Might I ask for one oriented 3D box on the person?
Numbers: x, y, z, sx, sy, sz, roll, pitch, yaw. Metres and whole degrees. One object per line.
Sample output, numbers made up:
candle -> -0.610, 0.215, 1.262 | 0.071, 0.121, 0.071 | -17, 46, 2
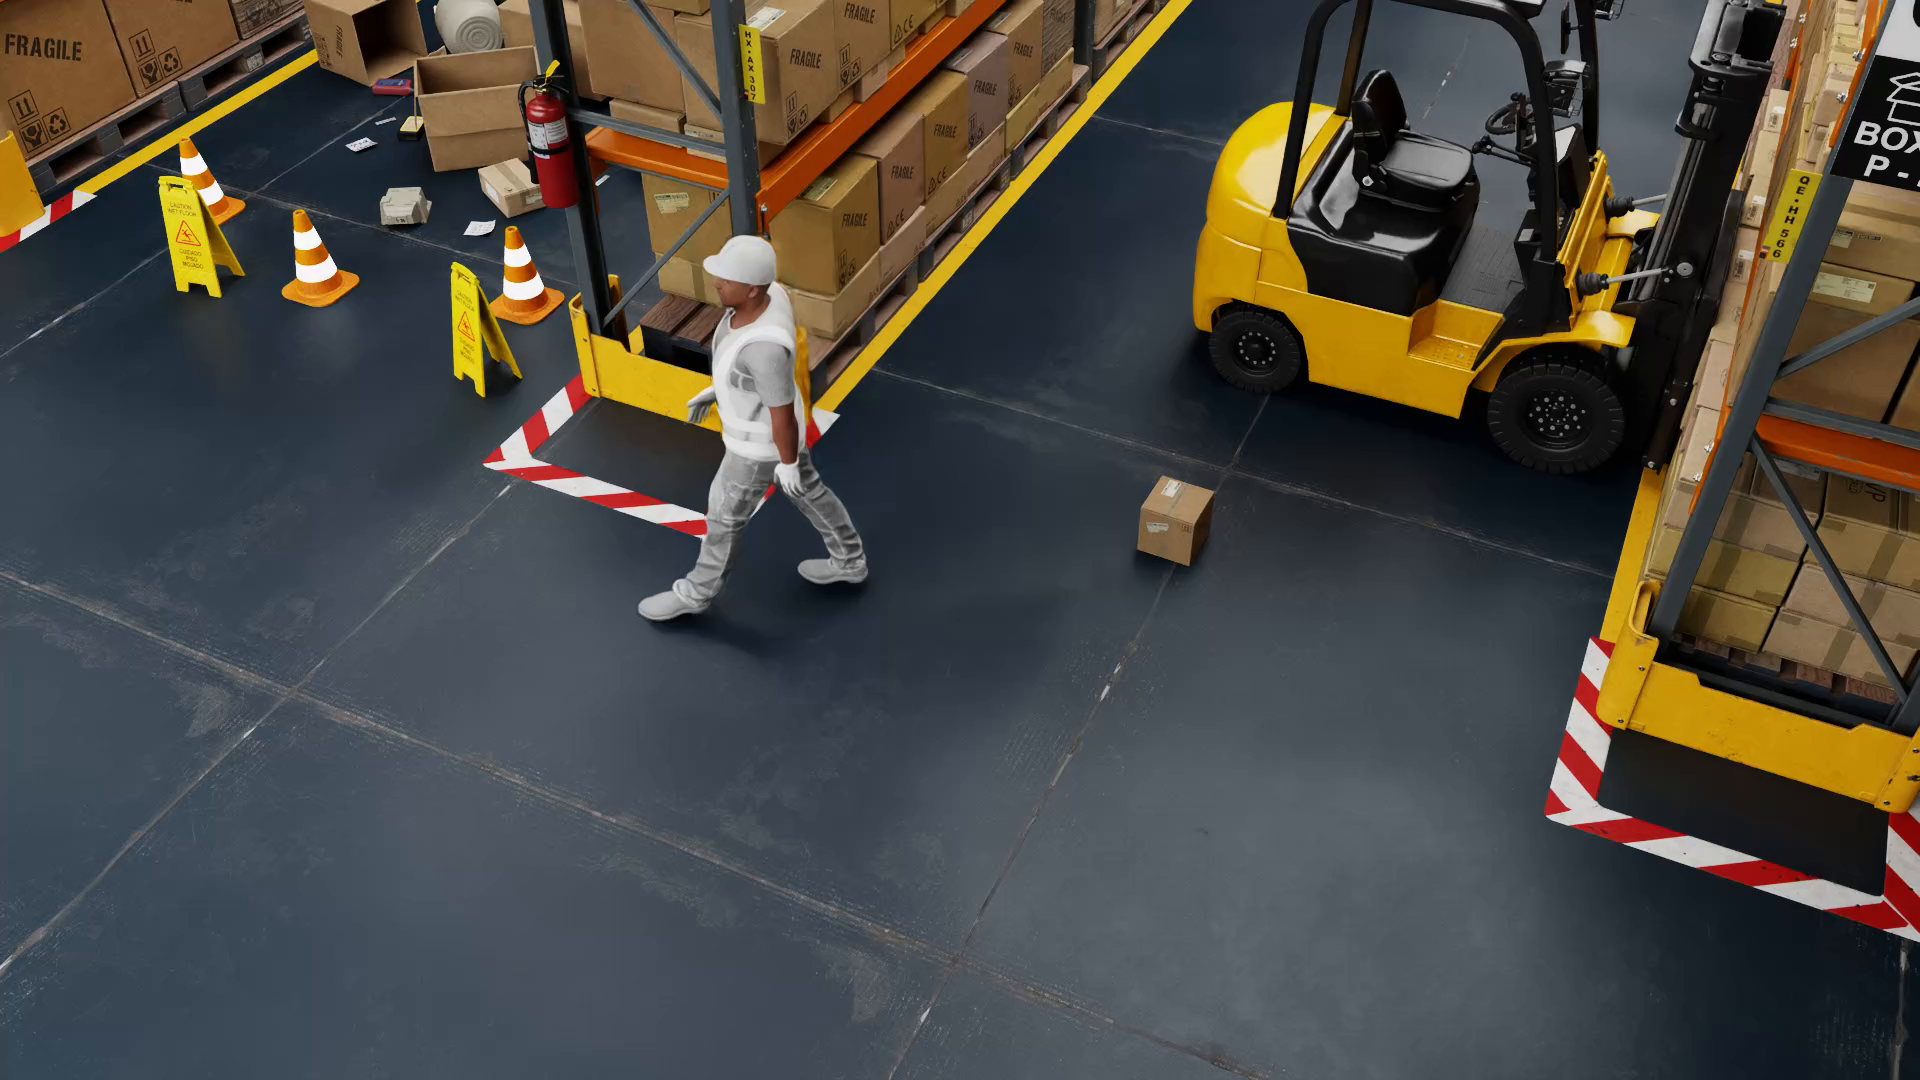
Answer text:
person -> -0.886, -0.445, 6.616 | 0.983, 1.736, 0.565 | -2, 42, -3
